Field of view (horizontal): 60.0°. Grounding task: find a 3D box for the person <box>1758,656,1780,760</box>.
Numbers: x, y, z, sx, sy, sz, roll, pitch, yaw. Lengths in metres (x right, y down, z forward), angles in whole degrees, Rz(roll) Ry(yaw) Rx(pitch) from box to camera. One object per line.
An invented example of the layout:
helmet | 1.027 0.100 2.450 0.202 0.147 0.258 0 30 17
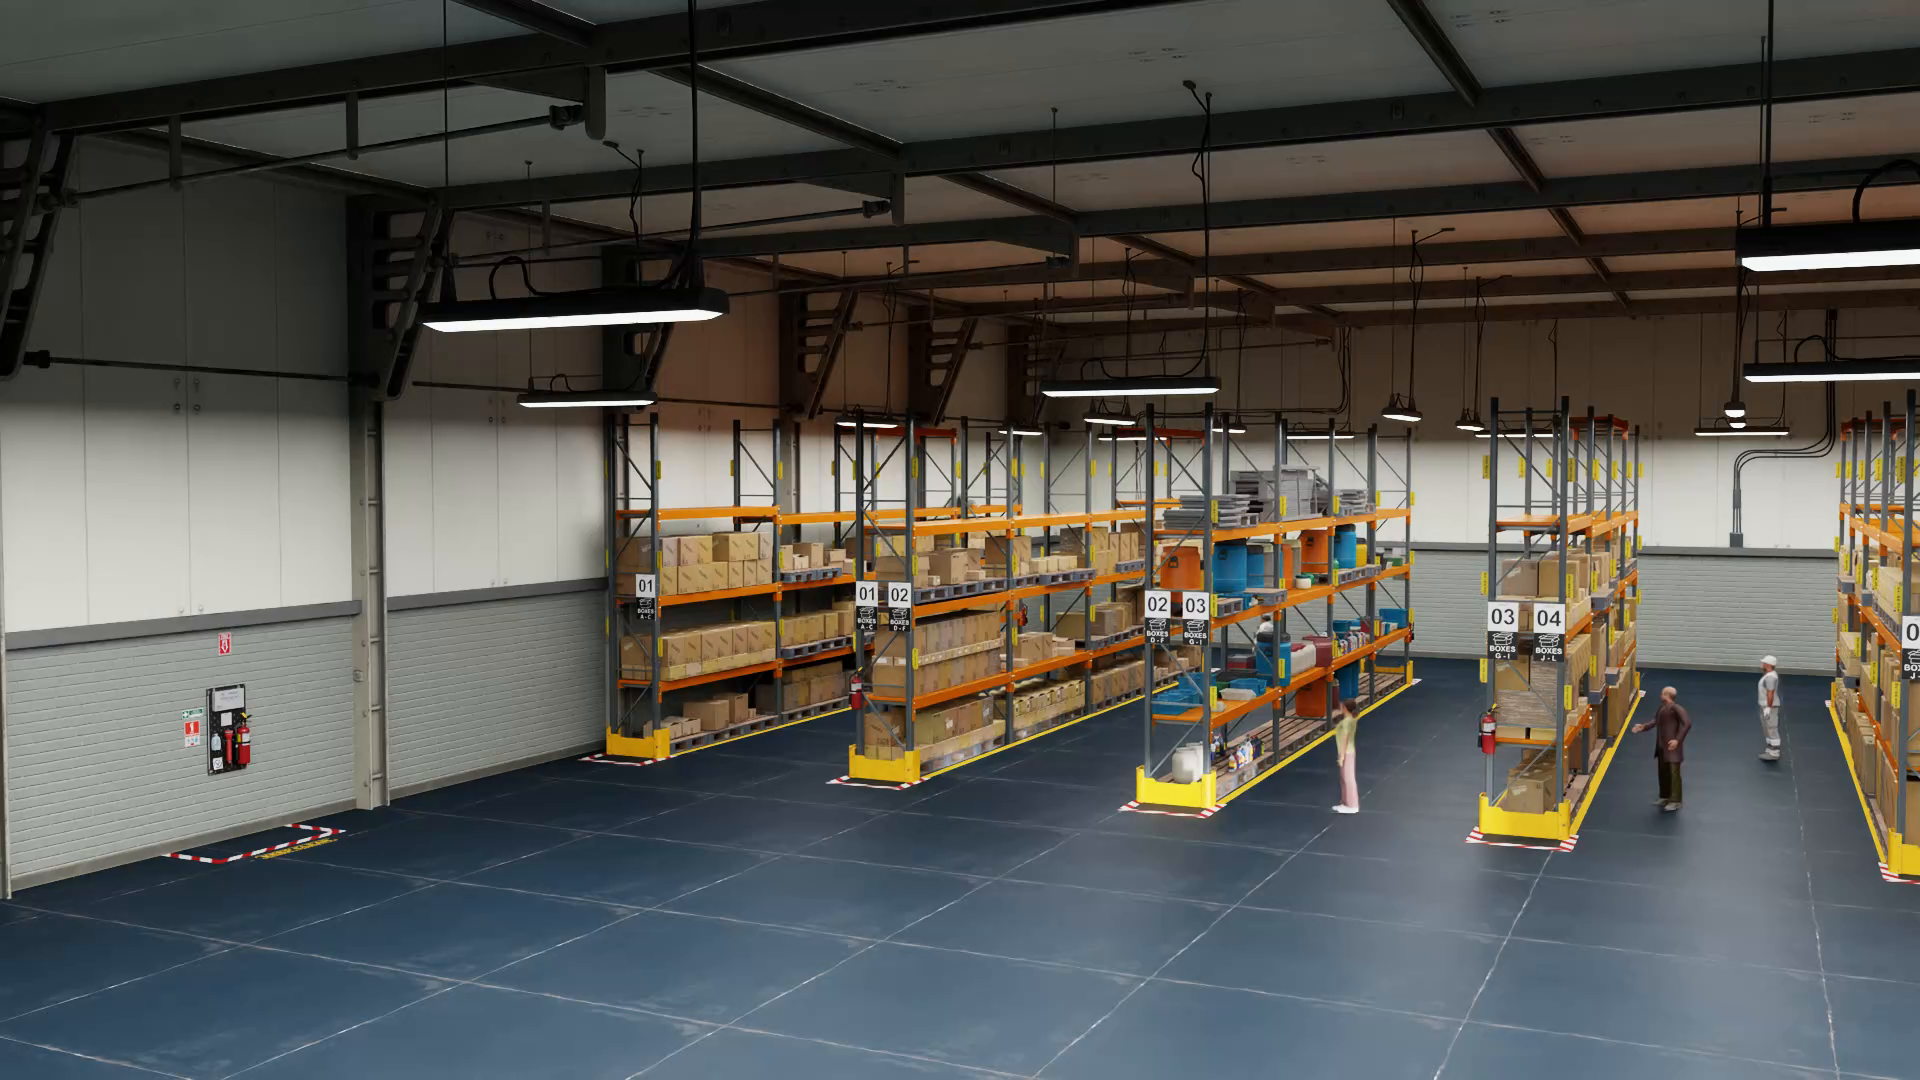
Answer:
person | 13.960 2.891 28.724 0.370 1.795 0.600 0 2 6

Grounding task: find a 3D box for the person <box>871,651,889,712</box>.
person | -1.428 2.807 30.230 0.405 1.709 0.609 1 3 20

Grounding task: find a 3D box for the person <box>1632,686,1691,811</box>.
person | 10.399 3.090 24.691 0.656 1.827 0.775 0 2 -5

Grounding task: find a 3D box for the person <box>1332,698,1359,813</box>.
person | 5.640 3.143 24.263 0.353 1.680 0.457 0 2 6

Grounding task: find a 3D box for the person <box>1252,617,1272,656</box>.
person | 7.069 2.525 38.802 0.585 1.654 0.334 -2 3 -43
